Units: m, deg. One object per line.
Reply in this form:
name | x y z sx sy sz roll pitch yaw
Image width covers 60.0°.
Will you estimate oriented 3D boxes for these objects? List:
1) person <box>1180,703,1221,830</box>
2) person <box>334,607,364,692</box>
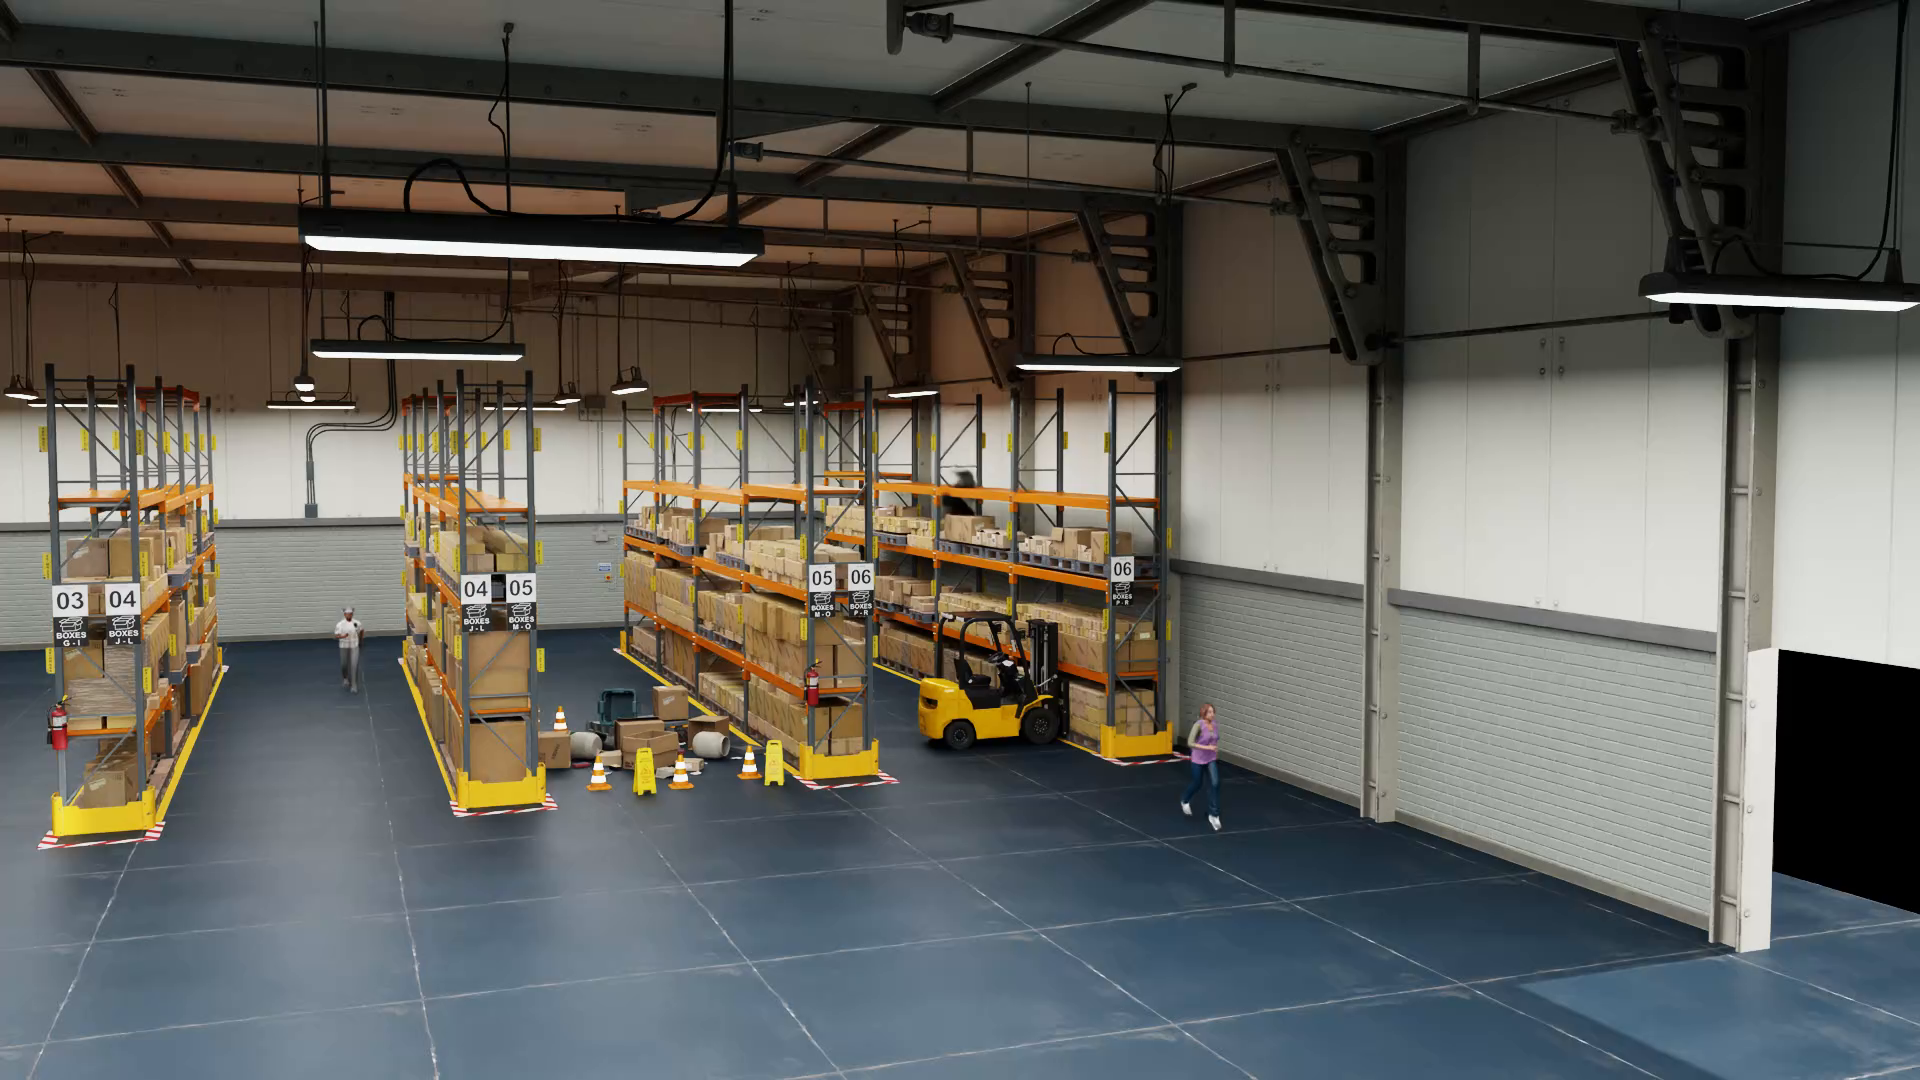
person | 3.177 2.930 21.846 0.562 1.619 0.882 -2 4 -28
person | -12.304 2.175 33.527 0.575 1.685 0.938 -1 4 -22
